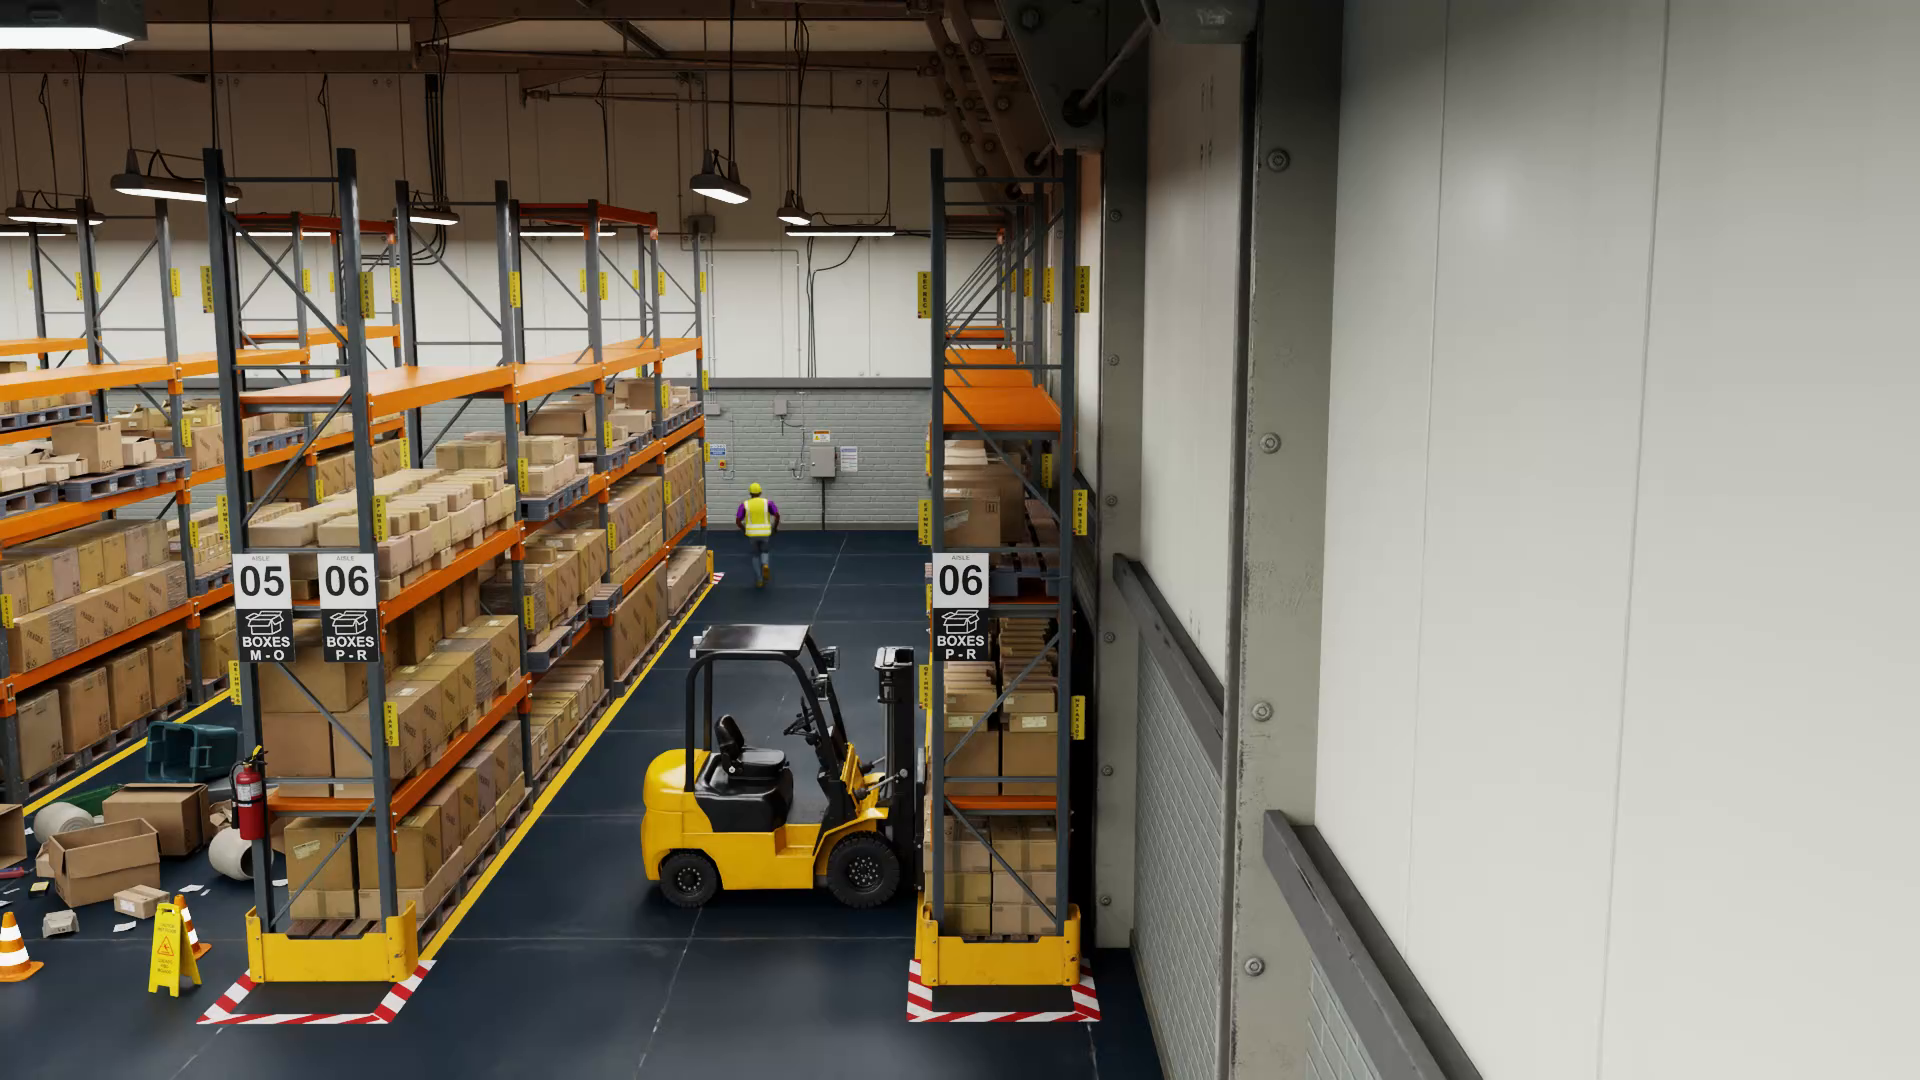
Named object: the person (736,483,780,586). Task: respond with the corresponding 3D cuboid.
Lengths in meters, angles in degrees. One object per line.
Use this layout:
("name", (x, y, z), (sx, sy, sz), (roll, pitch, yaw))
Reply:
("person", (-3.356, -0.087, 27.650), (0.723, 1.720, 0.562), (-2, 9, -11))

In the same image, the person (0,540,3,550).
("person", (-12.762, 0.784, 22.085), (0.640, 1.840, 0.726), (-1, 9, -4))
